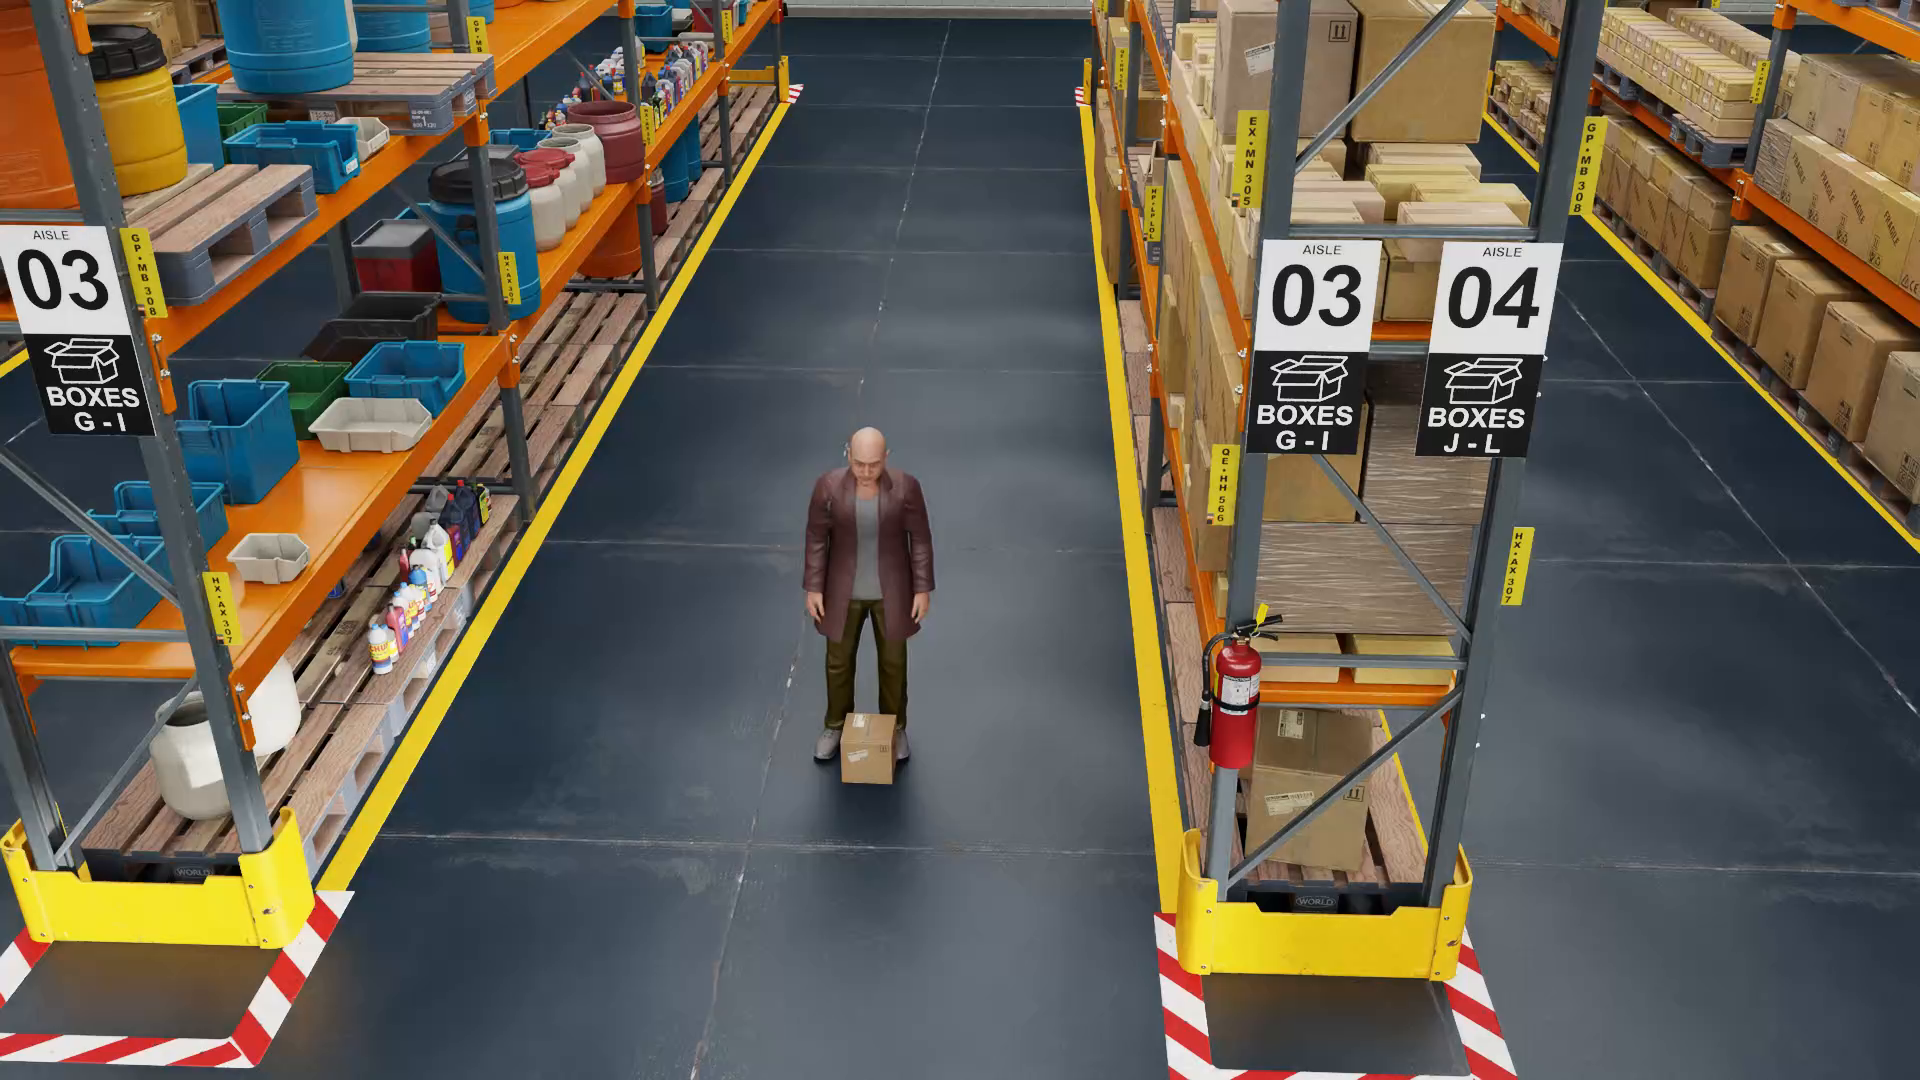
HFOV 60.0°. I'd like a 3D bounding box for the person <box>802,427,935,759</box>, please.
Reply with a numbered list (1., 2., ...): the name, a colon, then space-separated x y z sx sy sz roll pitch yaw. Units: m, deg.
1. person: -0.447 0.249 8.160 0.652 1.774 0.417 1 28 1
